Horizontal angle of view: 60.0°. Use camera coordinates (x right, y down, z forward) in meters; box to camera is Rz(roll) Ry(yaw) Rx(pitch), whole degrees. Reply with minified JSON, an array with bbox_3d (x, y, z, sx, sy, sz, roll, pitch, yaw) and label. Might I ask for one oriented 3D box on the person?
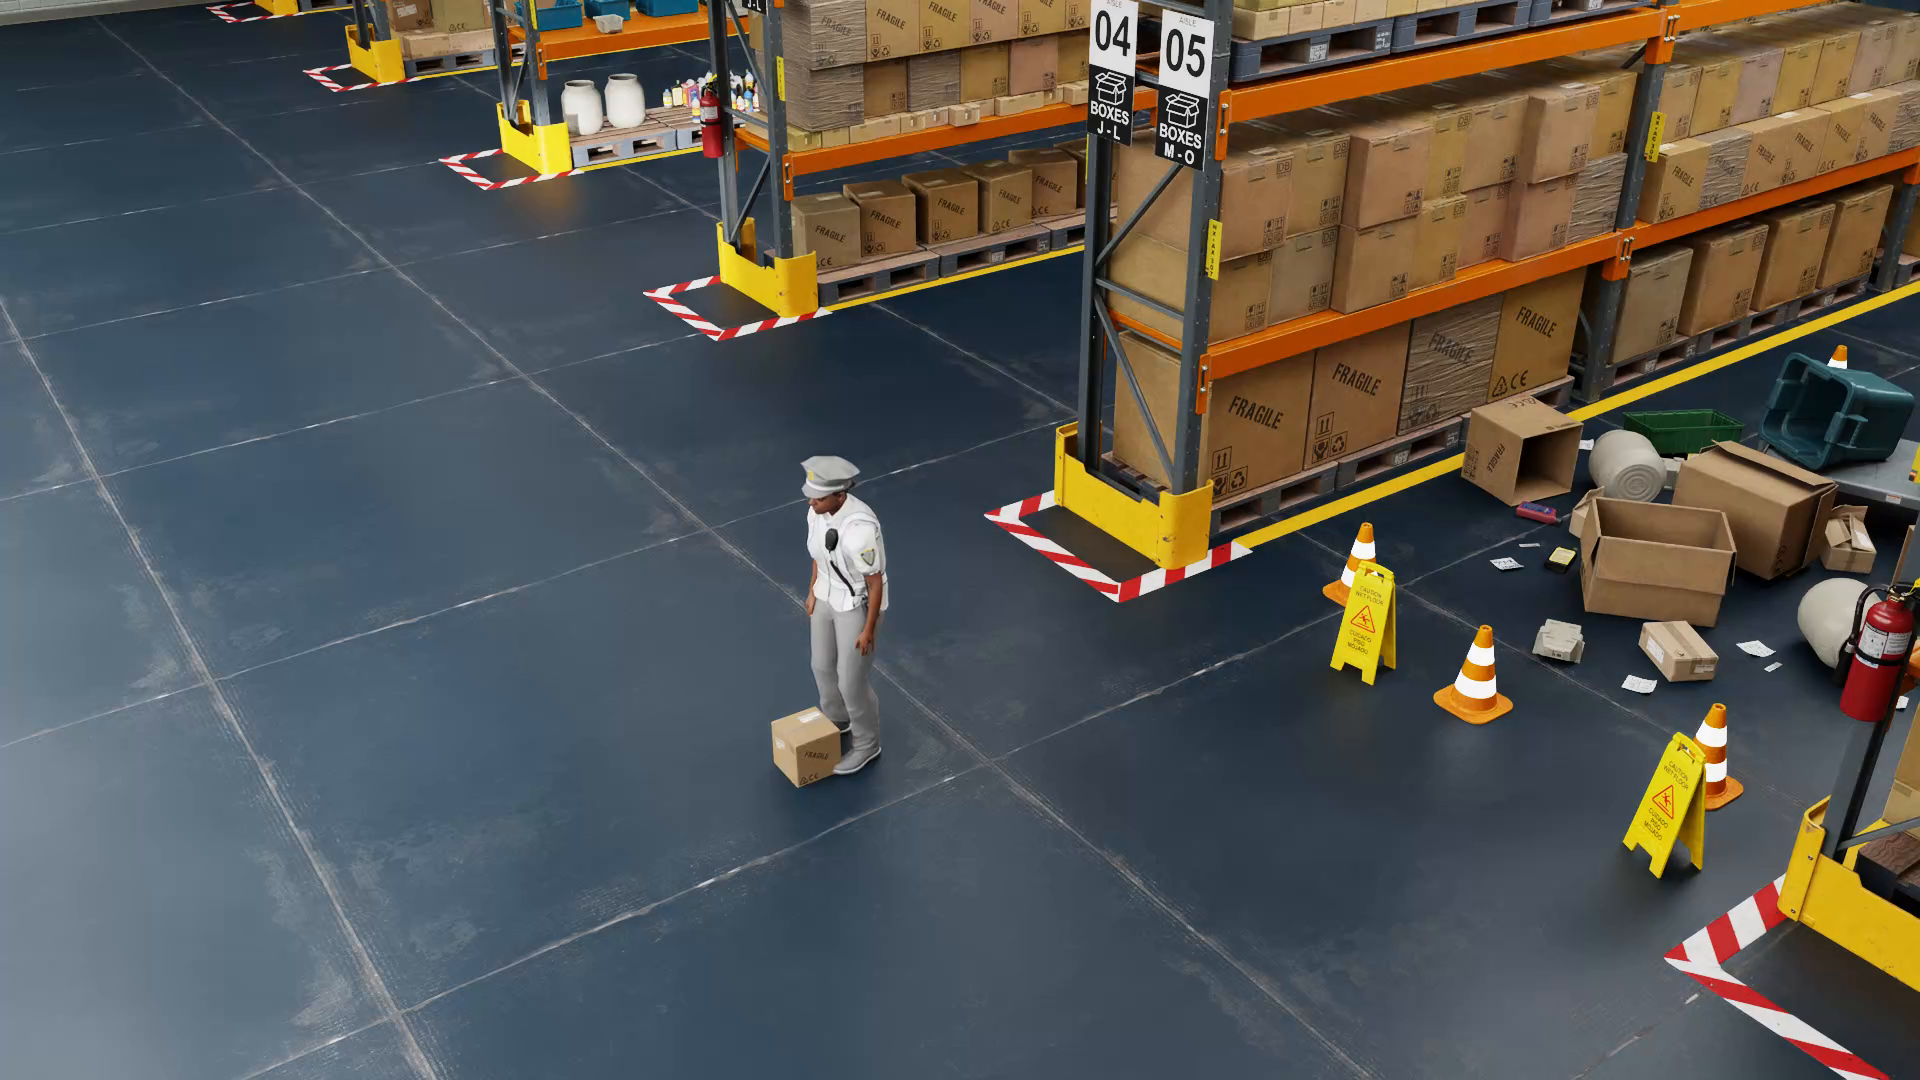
[{"bbox_3d":[-0.577,0.333,8.017,0.392,1.659,0.505,-19,34,-30],"label":"person"}]
